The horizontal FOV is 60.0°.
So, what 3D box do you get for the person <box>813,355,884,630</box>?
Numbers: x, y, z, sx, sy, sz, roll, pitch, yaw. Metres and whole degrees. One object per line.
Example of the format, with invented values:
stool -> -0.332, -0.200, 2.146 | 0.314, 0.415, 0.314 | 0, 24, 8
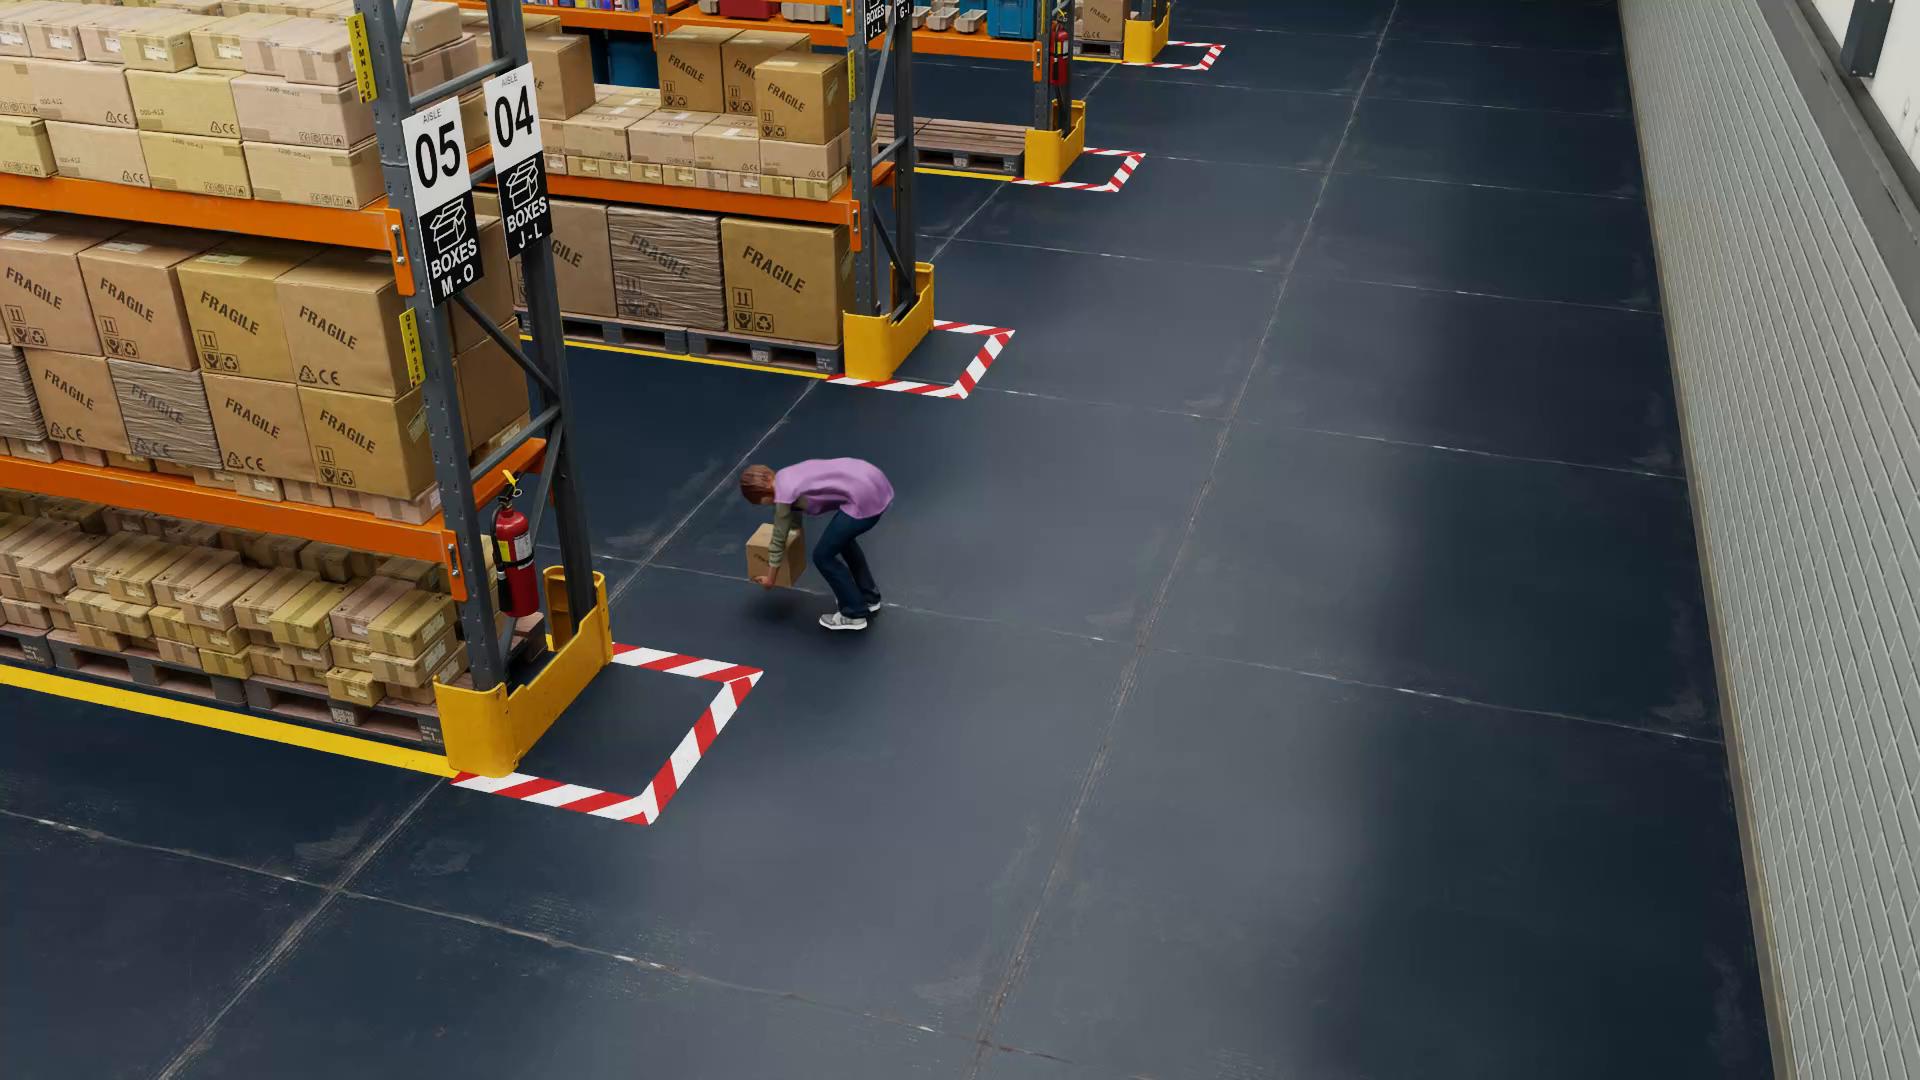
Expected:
person -> -0.587, -0.252, 8.947 | 0.341, 1.593, 0.461 | 8, 31, 13
